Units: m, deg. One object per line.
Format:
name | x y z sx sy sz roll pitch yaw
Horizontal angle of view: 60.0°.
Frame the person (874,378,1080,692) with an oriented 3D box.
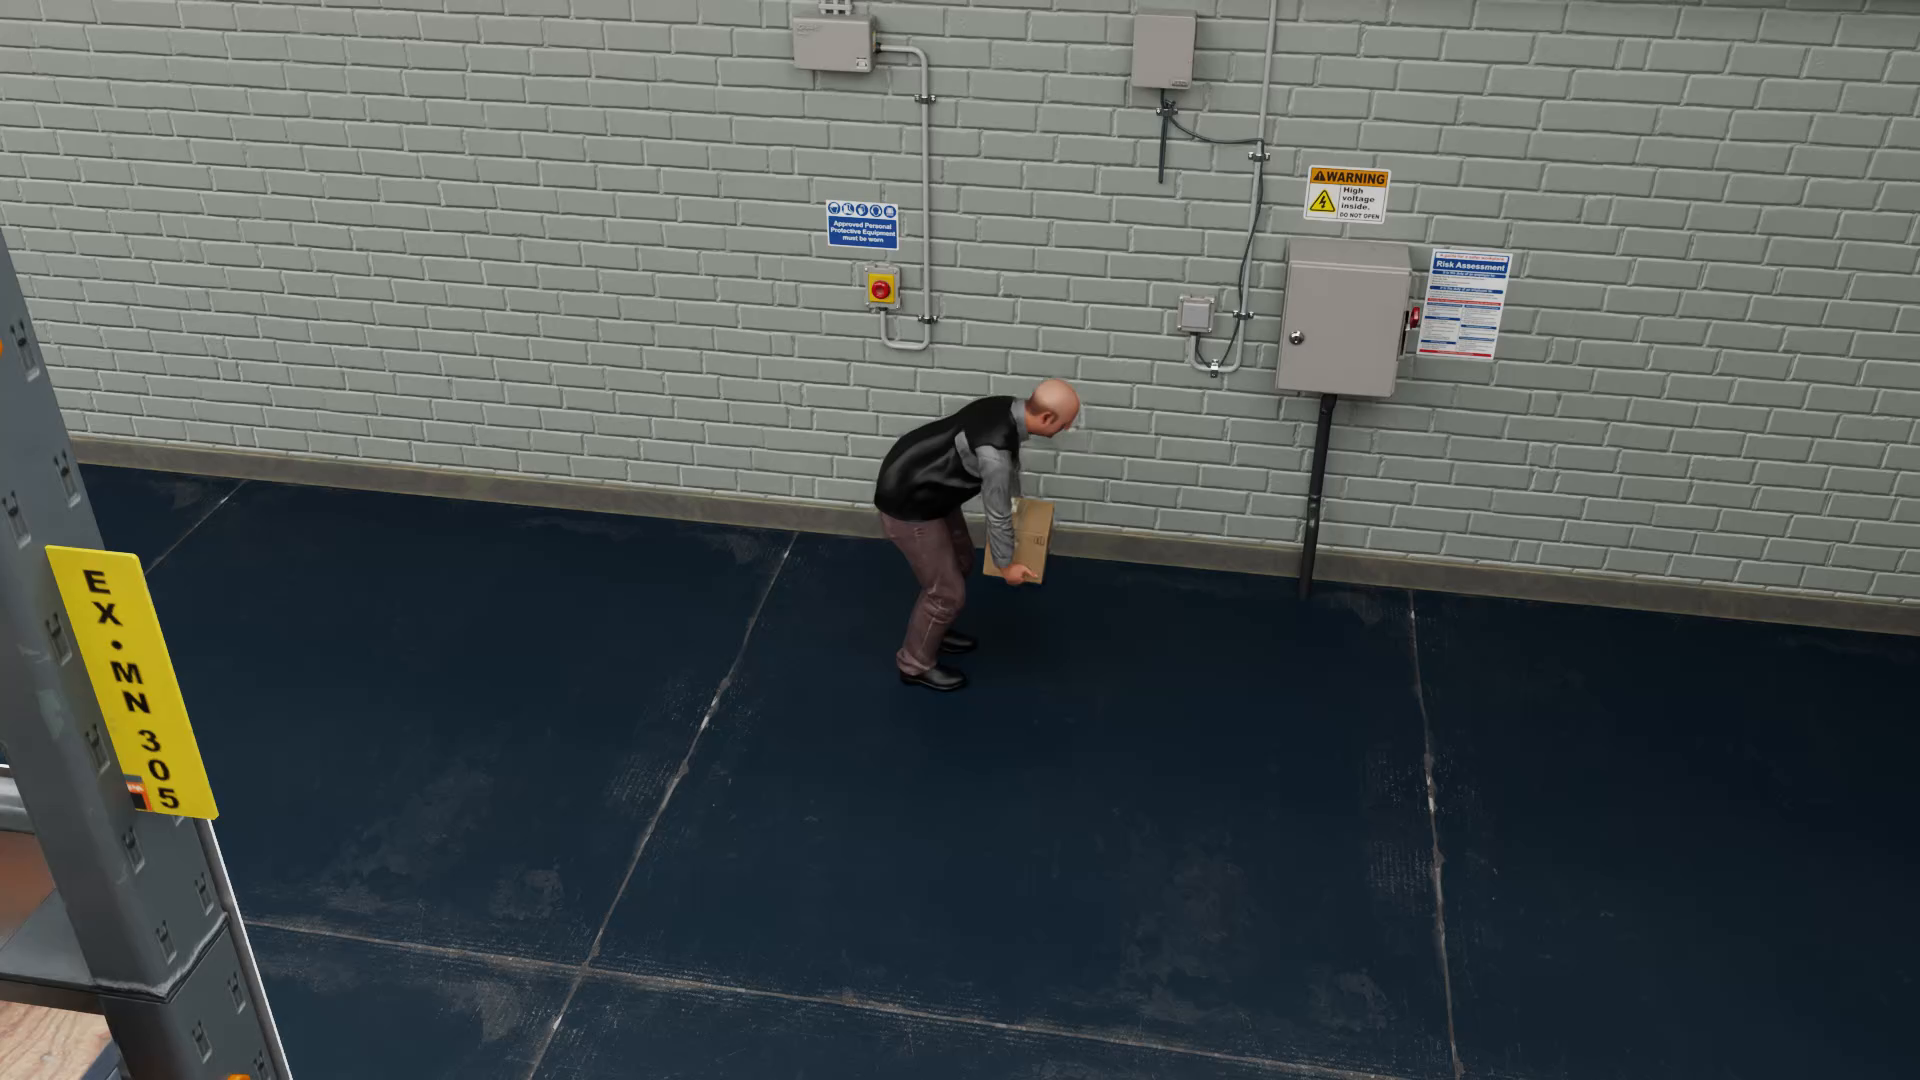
person | 0.066 -0.046 7.008 0.833 1.433 0.470 4 32 7
